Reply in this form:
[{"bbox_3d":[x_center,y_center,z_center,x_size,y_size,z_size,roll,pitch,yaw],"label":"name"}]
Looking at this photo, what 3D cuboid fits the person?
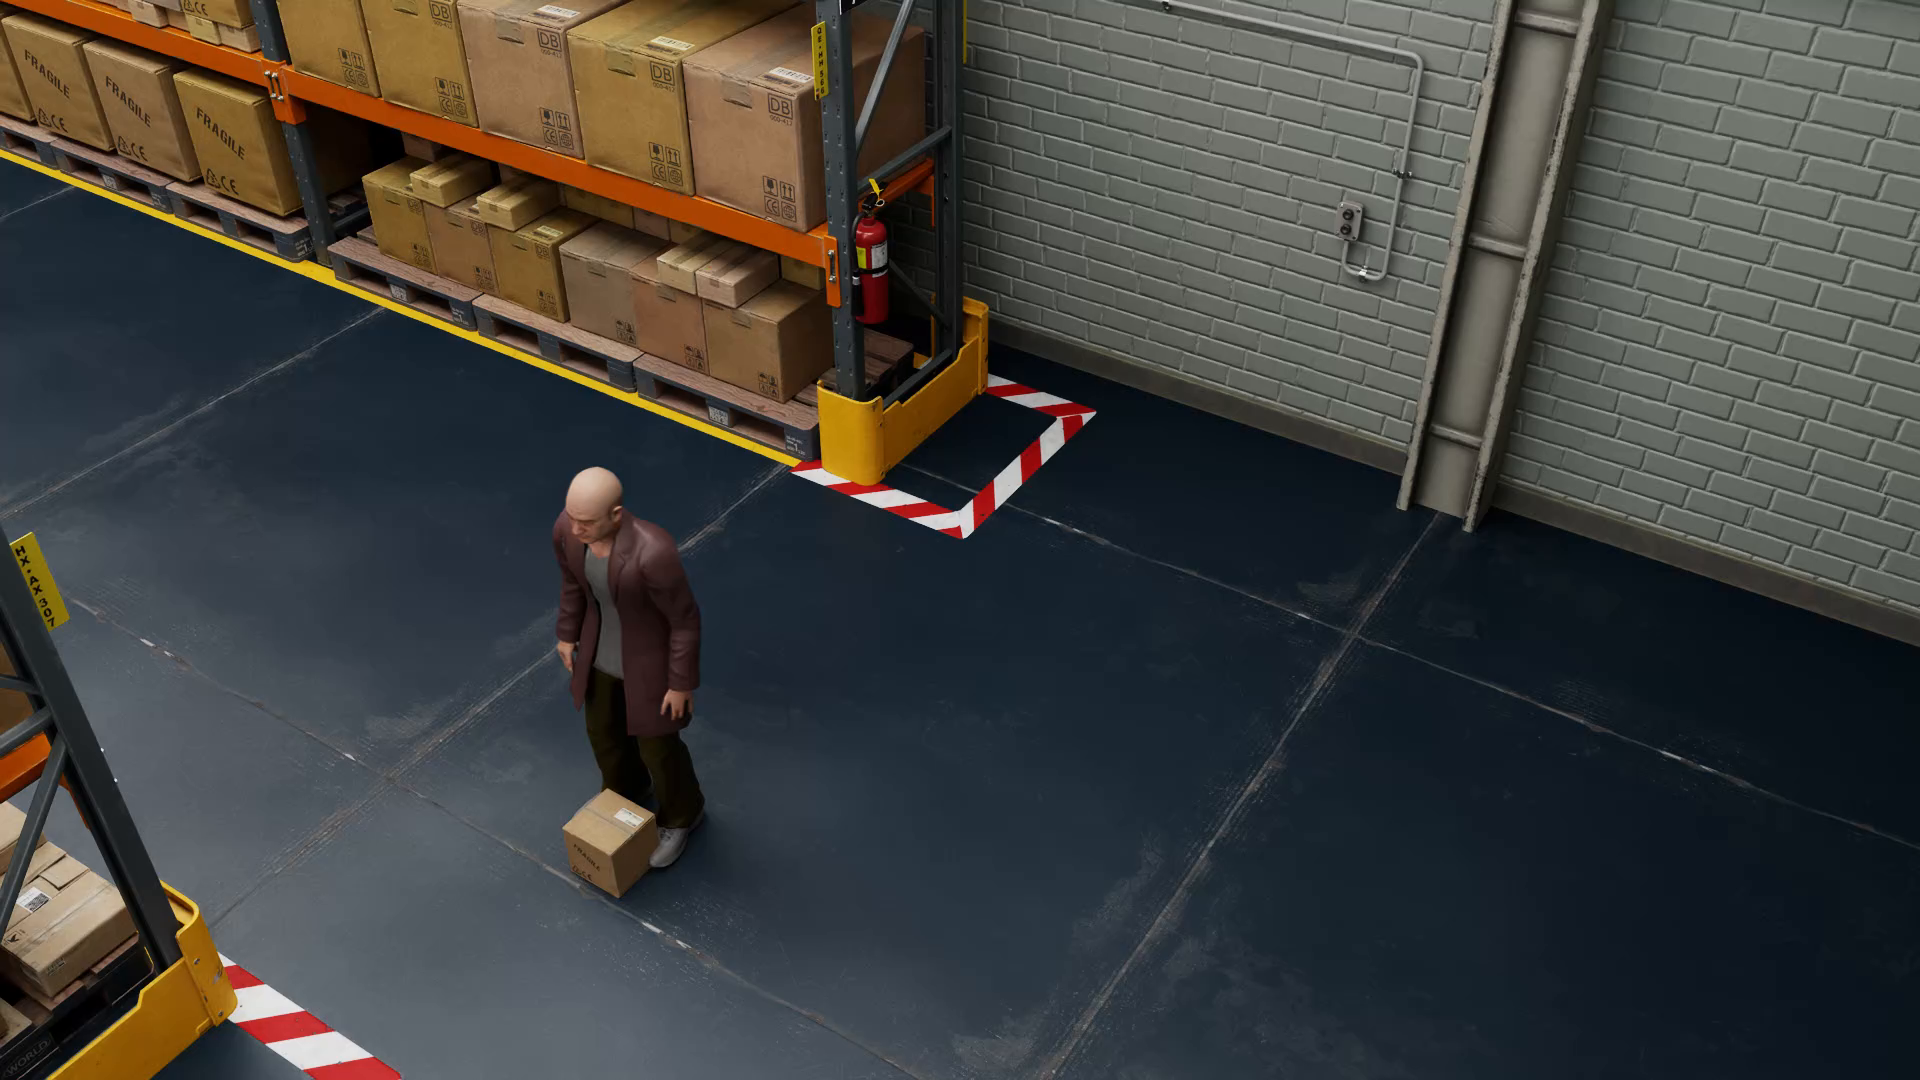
[{"bbox_3d":[-1.218,0.441,6.127,0.648,1.774,0.418,21,43,25],"label":"person"}]
